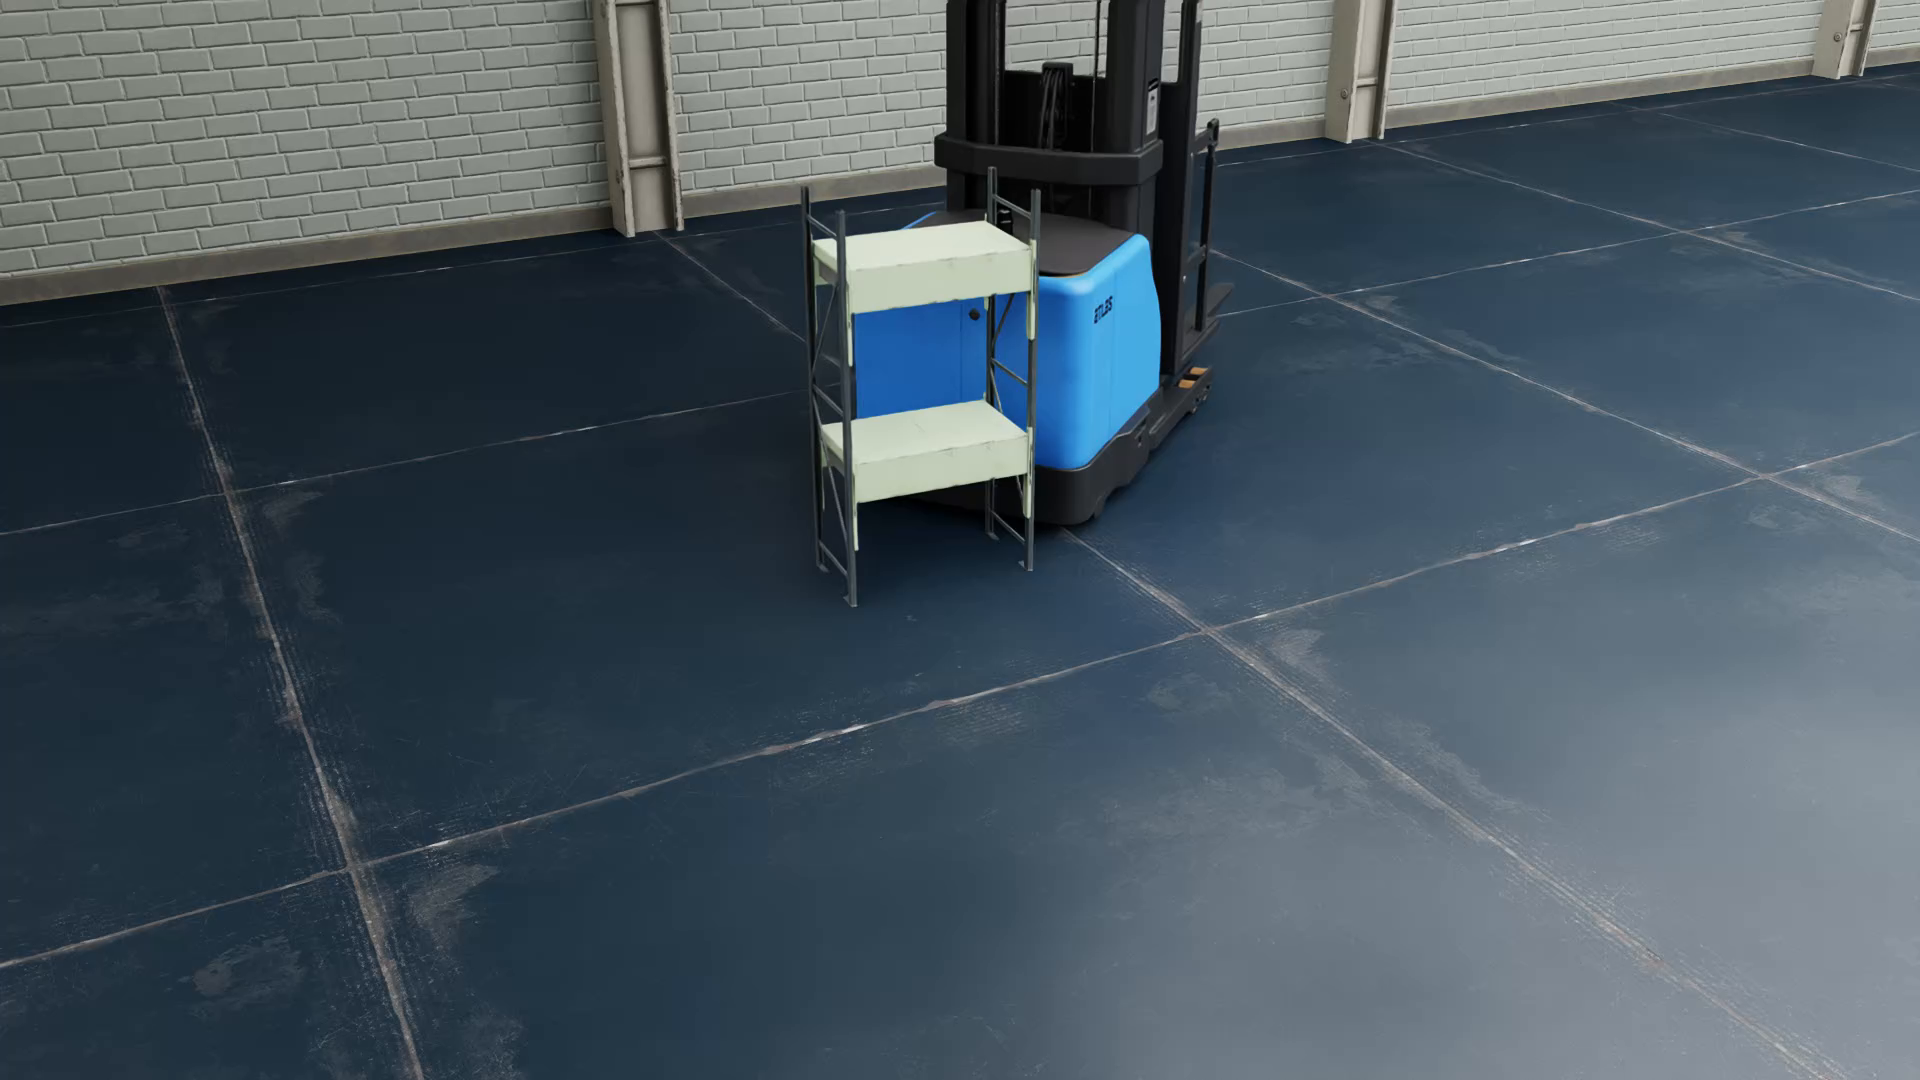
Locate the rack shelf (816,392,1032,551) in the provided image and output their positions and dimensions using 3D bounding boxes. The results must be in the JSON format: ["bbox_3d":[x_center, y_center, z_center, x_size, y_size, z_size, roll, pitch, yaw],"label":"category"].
[{"bbox_3d":[-0.141,-0.271,6.335,0.720,0.370,0.431,-11,28,-21],"label":"rack shelf"}]

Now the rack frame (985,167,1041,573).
[{"bbox_3d":[0.194,-0.629,6.328,0.023,1.500,0.400,-11,28,-21],"label":"rack frame"}]

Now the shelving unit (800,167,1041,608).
[{"bbox_3d":[-0.141,-0.565,6.194,0.755,1.500,0.431,-11,28,-21],"label":"shelving unit"}]

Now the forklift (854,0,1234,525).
[{"bbox_3d":[0.601,-1.993,7.515,1.130,2.935,3.031,11,28,21],"label":"forklift"}]

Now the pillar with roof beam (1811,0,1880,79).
[{"bbox_3d":[10.538,-6.935,10.797,0.400,9.000,9.100,-13,29,-25],"label":"pillar with roof beam"}]

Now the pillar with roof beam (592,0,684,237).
[{"bbox_3d":[-0.050,-4.491,5.706,0.400,9.000,9.100,-13,29,-25],"label":"pillar with roof beam"}]

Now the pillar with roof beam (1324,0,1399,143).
[{"bbox_3d":[5.244,-5.713,8.252,0.400,9.000,9.100,-13,29,-25],"label":"pillar with roof beam"}]

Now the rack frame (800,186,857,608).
[{"bbox_3d":[-0.476,-0.501,6.061,0.023,1.500,0.400,-11,28,-21],"label":"rack frame"}]

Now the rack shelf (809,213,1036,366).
[{"bbox_3d":[-0.141,-0.917,6.025,0.720,0.370,0.431,-11,28,-21],"label":"rack shelf"}]
